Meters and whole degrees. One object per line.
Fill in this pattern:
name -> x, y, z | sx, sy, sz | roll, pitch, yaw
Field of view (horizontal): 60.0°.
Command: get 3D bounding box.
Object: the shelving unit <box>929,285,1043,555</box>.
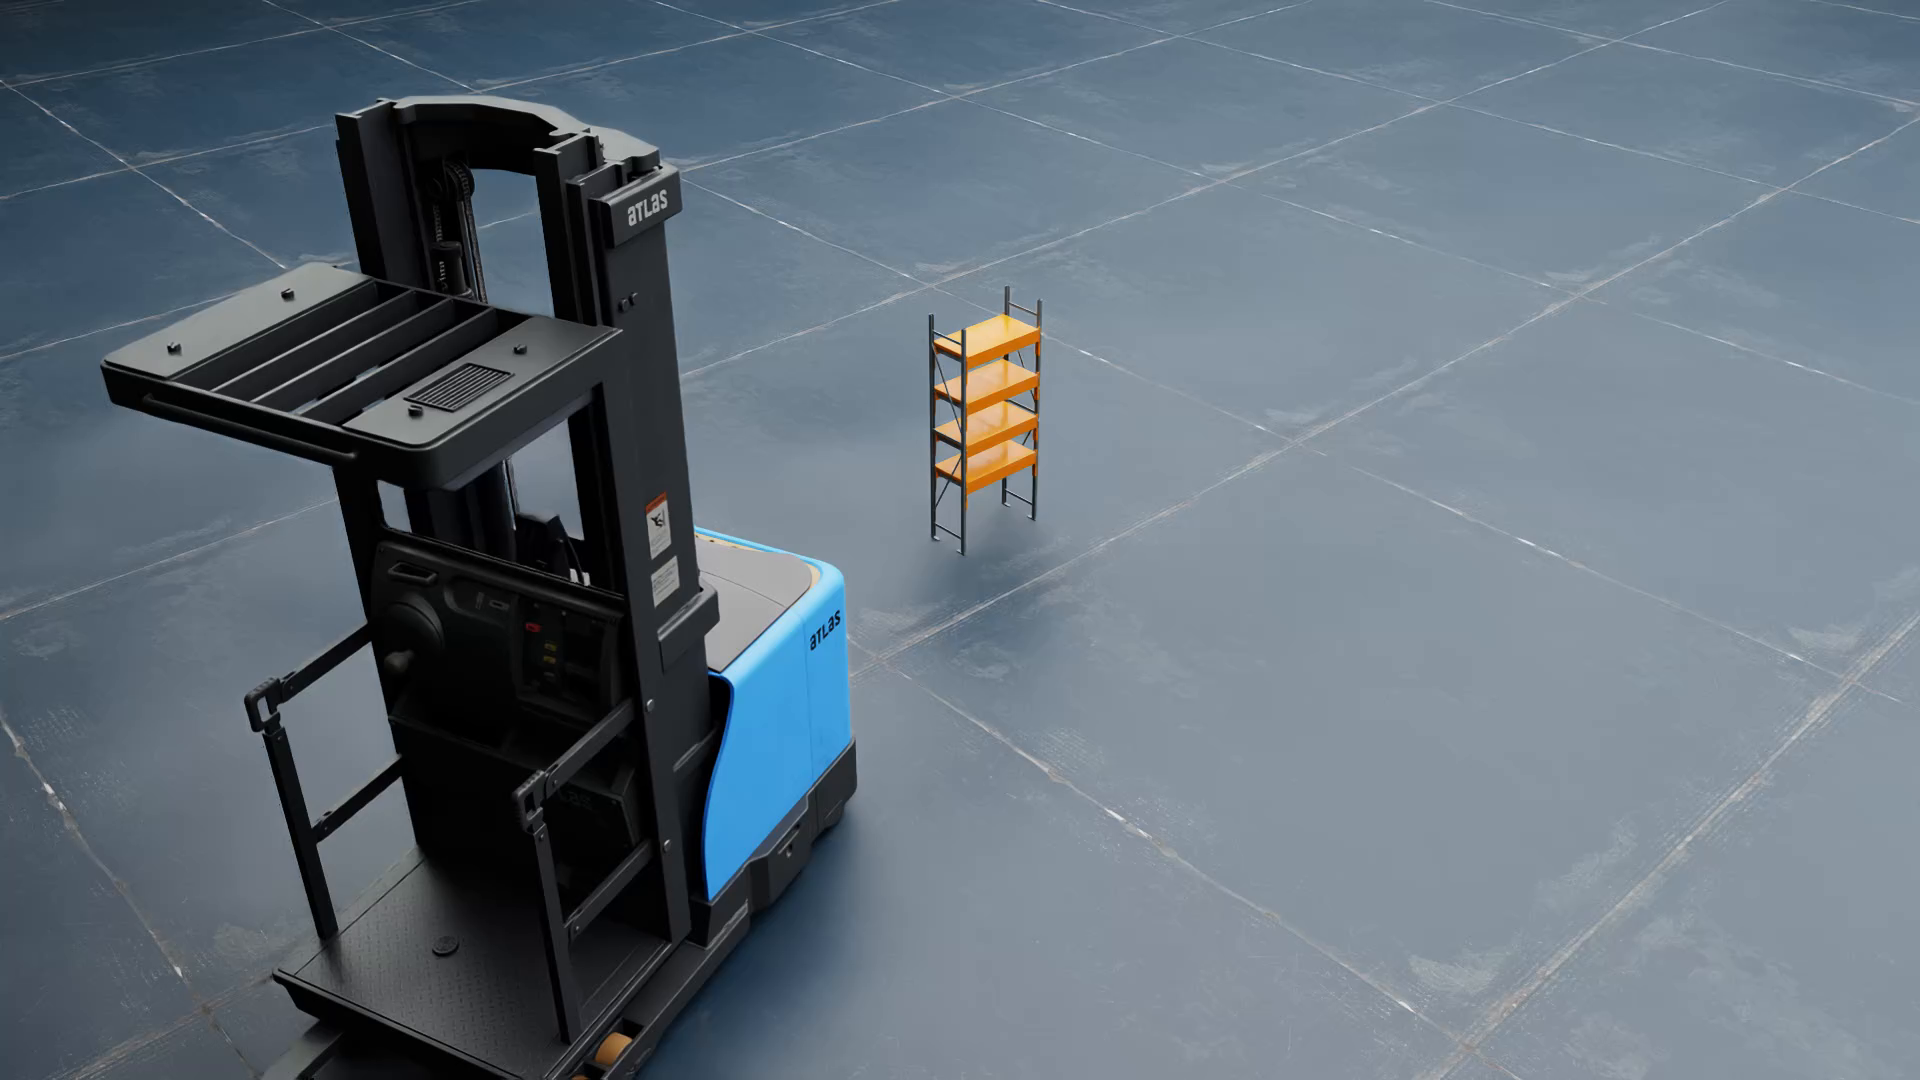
shelving unit -> 0.121, -0.571, 8.033 | 0.503, 1.200, 0.258 | -26, 40, -35

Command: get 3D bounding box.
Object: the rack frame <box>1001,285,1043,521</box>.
rack frame -> 0.300, -0.657, 8.175 | 0.015, 1.200, 0.240 | -26, 40, -35

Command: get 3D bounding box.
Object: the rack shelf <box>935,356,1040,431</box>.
rack shelf -> 0.121, -0.704, 7.951 | 0.480, 0.148, 0.258 | -26, 40, -35

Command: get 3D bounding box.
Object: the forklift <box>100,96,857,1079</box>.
forklift -> -1.511, 0.337, 4.890 | 1.130, 2.935, 3.031 | 15, 34, 22

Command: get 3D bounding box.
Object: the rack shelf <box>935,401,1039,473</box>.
rack shelf -> 0.121, -0.513, 8.068 | 0.480, 0.148, 0.258 | -26, 40, -35

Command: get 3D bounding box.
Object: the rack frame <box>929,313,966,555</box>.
rack frame -> -0.058, -0.484, 7.891 | 0.015, 1.200, 0.240 | -26, 40, -35

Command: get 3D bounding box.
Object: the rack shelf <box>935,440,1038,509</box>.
rack shelf -> 0.121, -0.344, 8.172 | 0.480, 0.148, 0.258 | -26, 40, -35

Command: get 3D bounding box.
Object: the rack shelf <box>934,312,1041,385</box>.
rack shelf -> 0.121, -0.906, 7.828 | 0.480, 0.148, 0.258 | -26, 40, -35
